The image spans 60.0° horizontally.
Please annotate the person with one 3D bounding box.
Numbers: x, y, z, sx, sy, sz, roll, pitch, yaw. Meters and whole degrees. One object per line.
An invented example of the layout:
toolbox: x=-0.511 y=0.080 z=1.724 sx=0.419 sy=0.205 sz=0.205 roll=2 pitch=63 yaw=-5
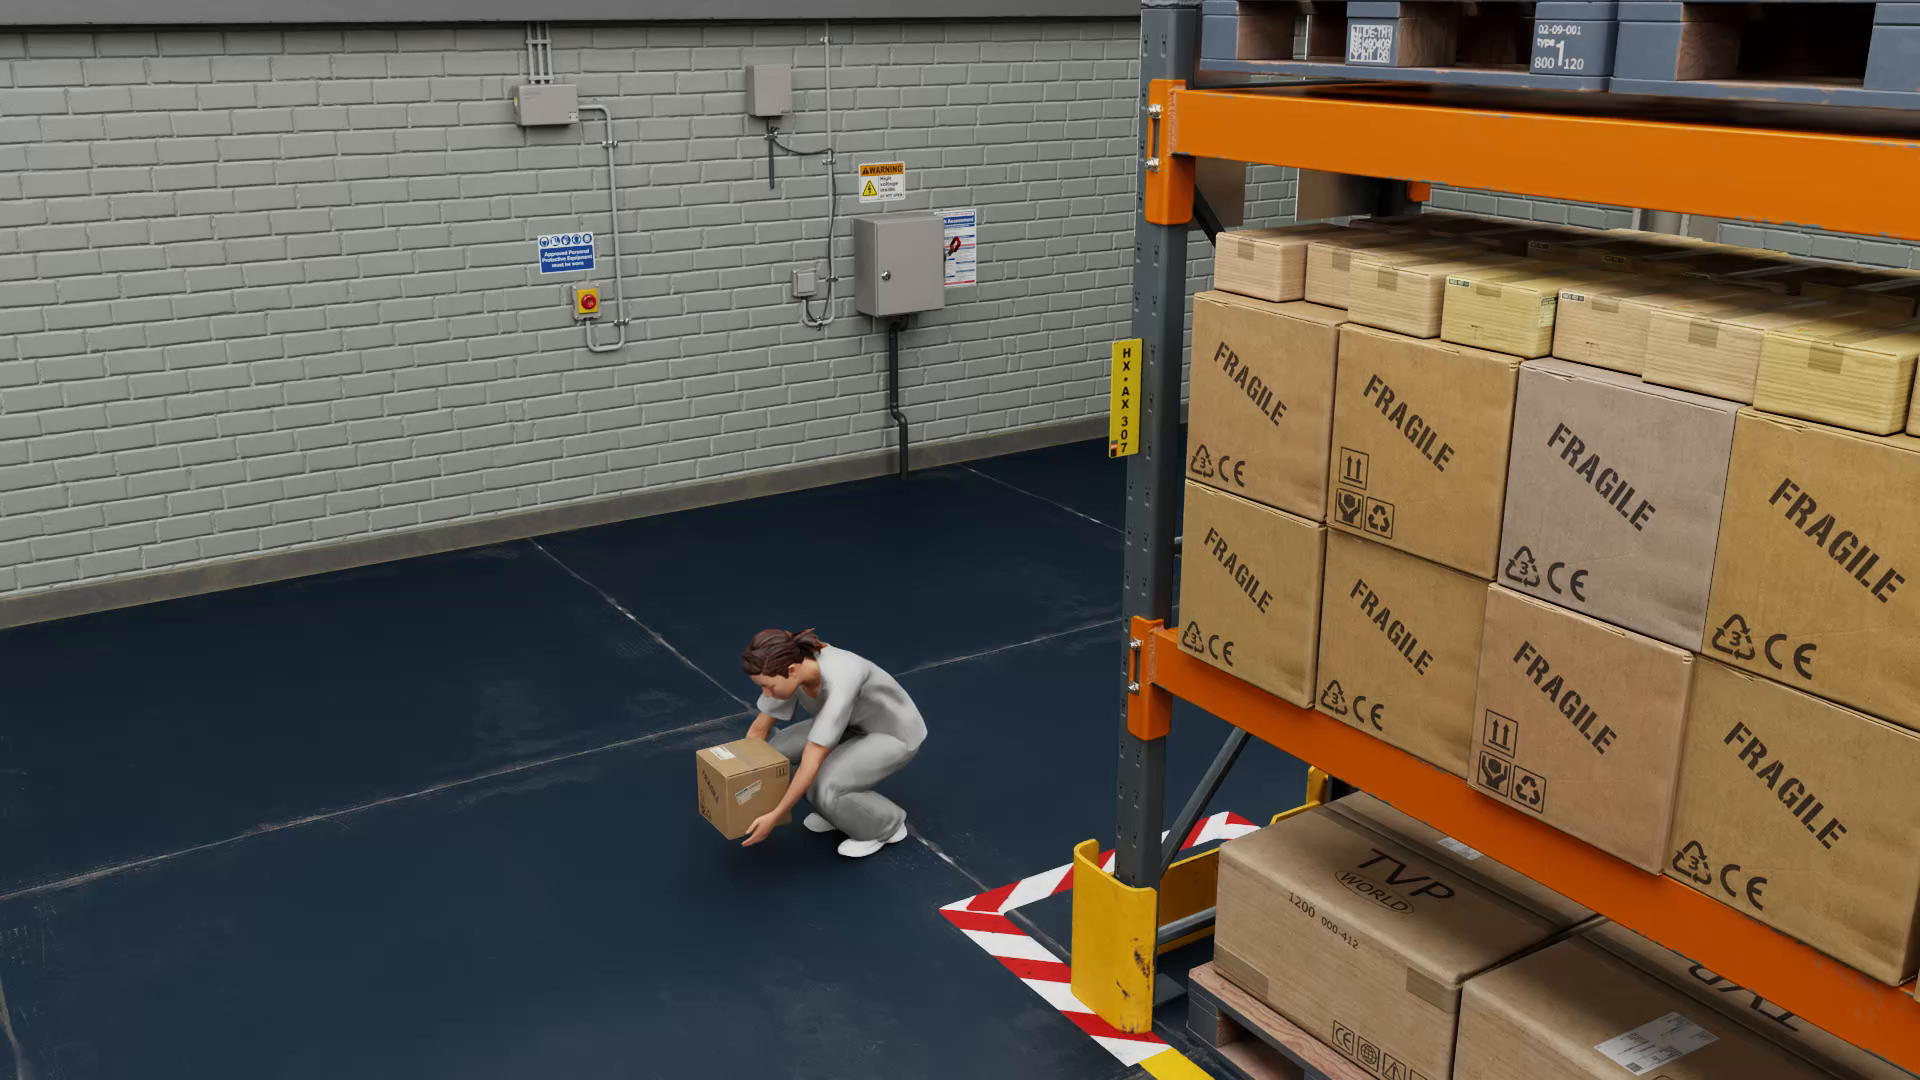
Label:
person: x=-0.496 y=0.707 z=6.104 sx=0.801 sy=0.932 sz=0.490 roll=-12 pitch=21 yaw=-31
